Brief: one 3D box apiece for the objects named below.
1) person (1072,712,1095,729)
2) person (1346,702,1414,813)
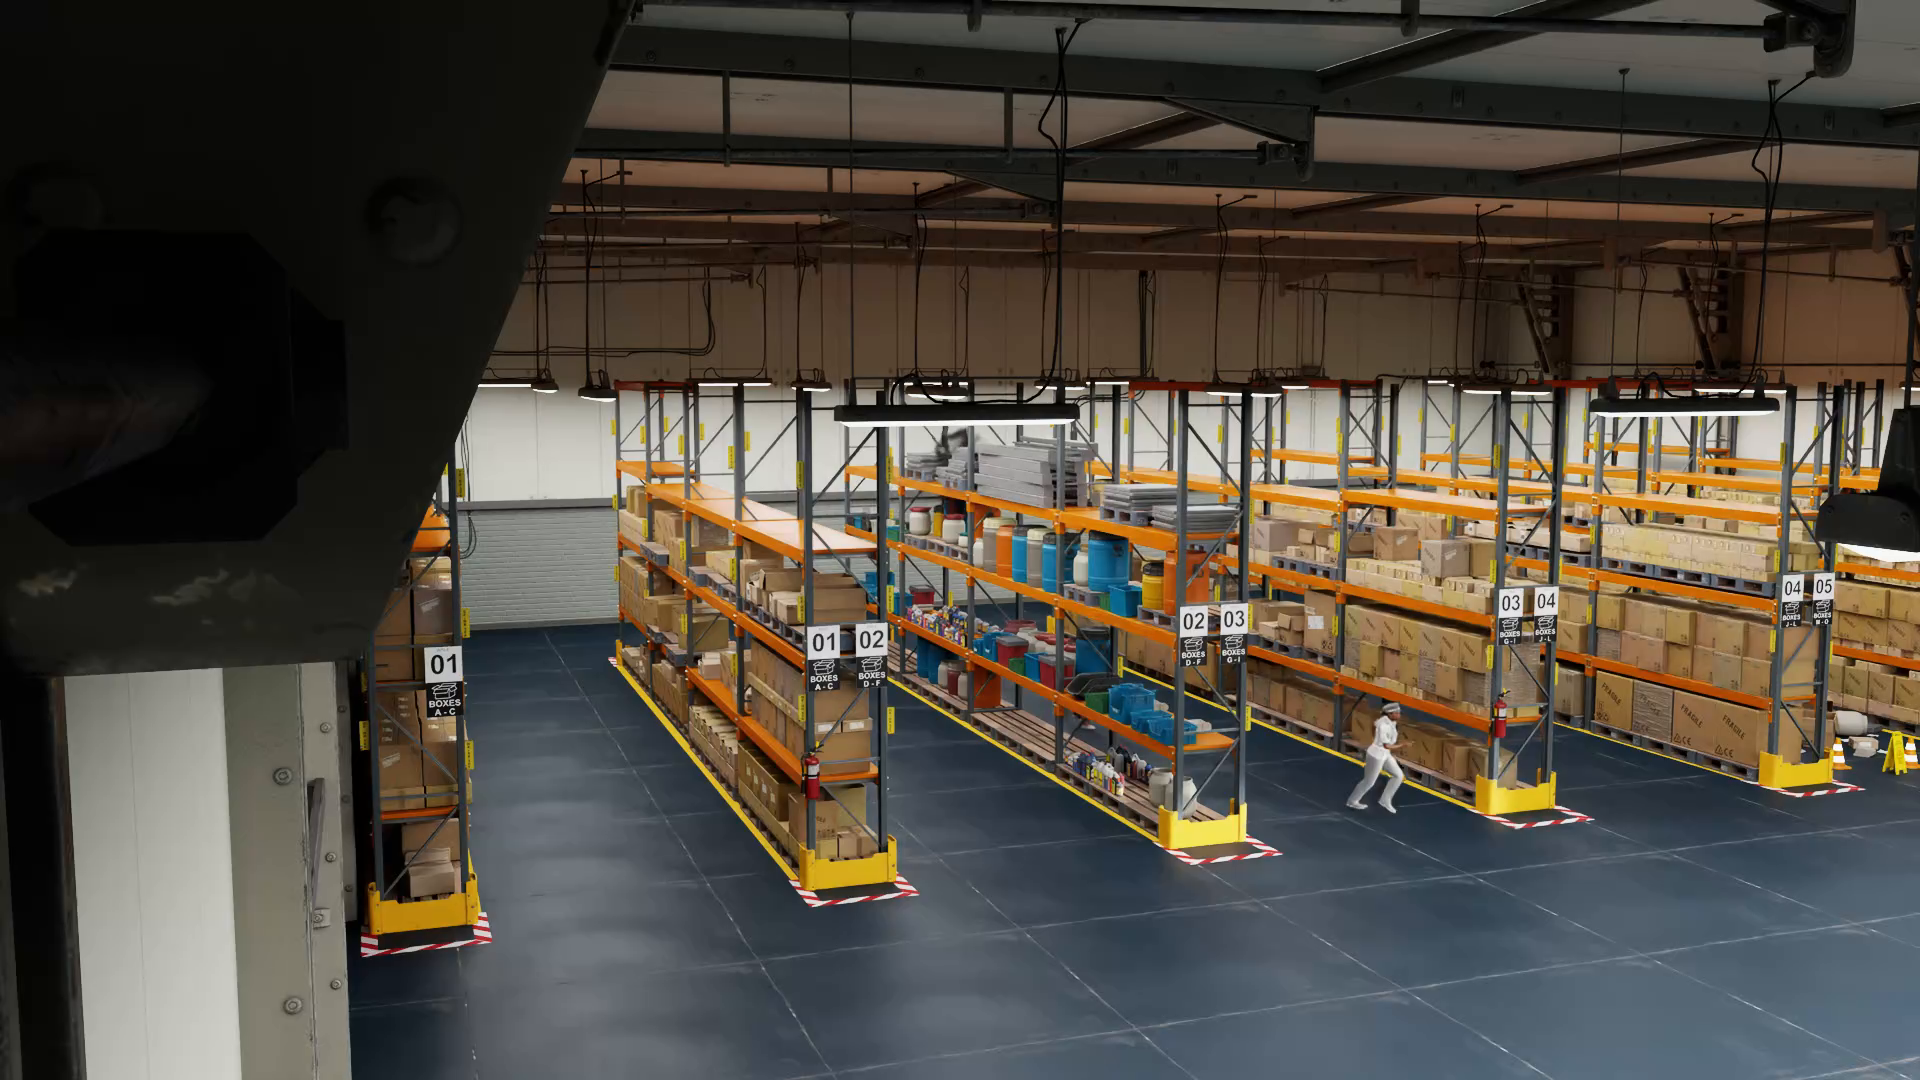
[{"bbox_3d":[2.217,2.489,28.844,0.694,1.597,0.567,4,7,34],"label":"person"},{"bbox_3d":[5.906,3.056,23.364,0.912,1.635,0.507,4,7,30],"label":"person"}]
